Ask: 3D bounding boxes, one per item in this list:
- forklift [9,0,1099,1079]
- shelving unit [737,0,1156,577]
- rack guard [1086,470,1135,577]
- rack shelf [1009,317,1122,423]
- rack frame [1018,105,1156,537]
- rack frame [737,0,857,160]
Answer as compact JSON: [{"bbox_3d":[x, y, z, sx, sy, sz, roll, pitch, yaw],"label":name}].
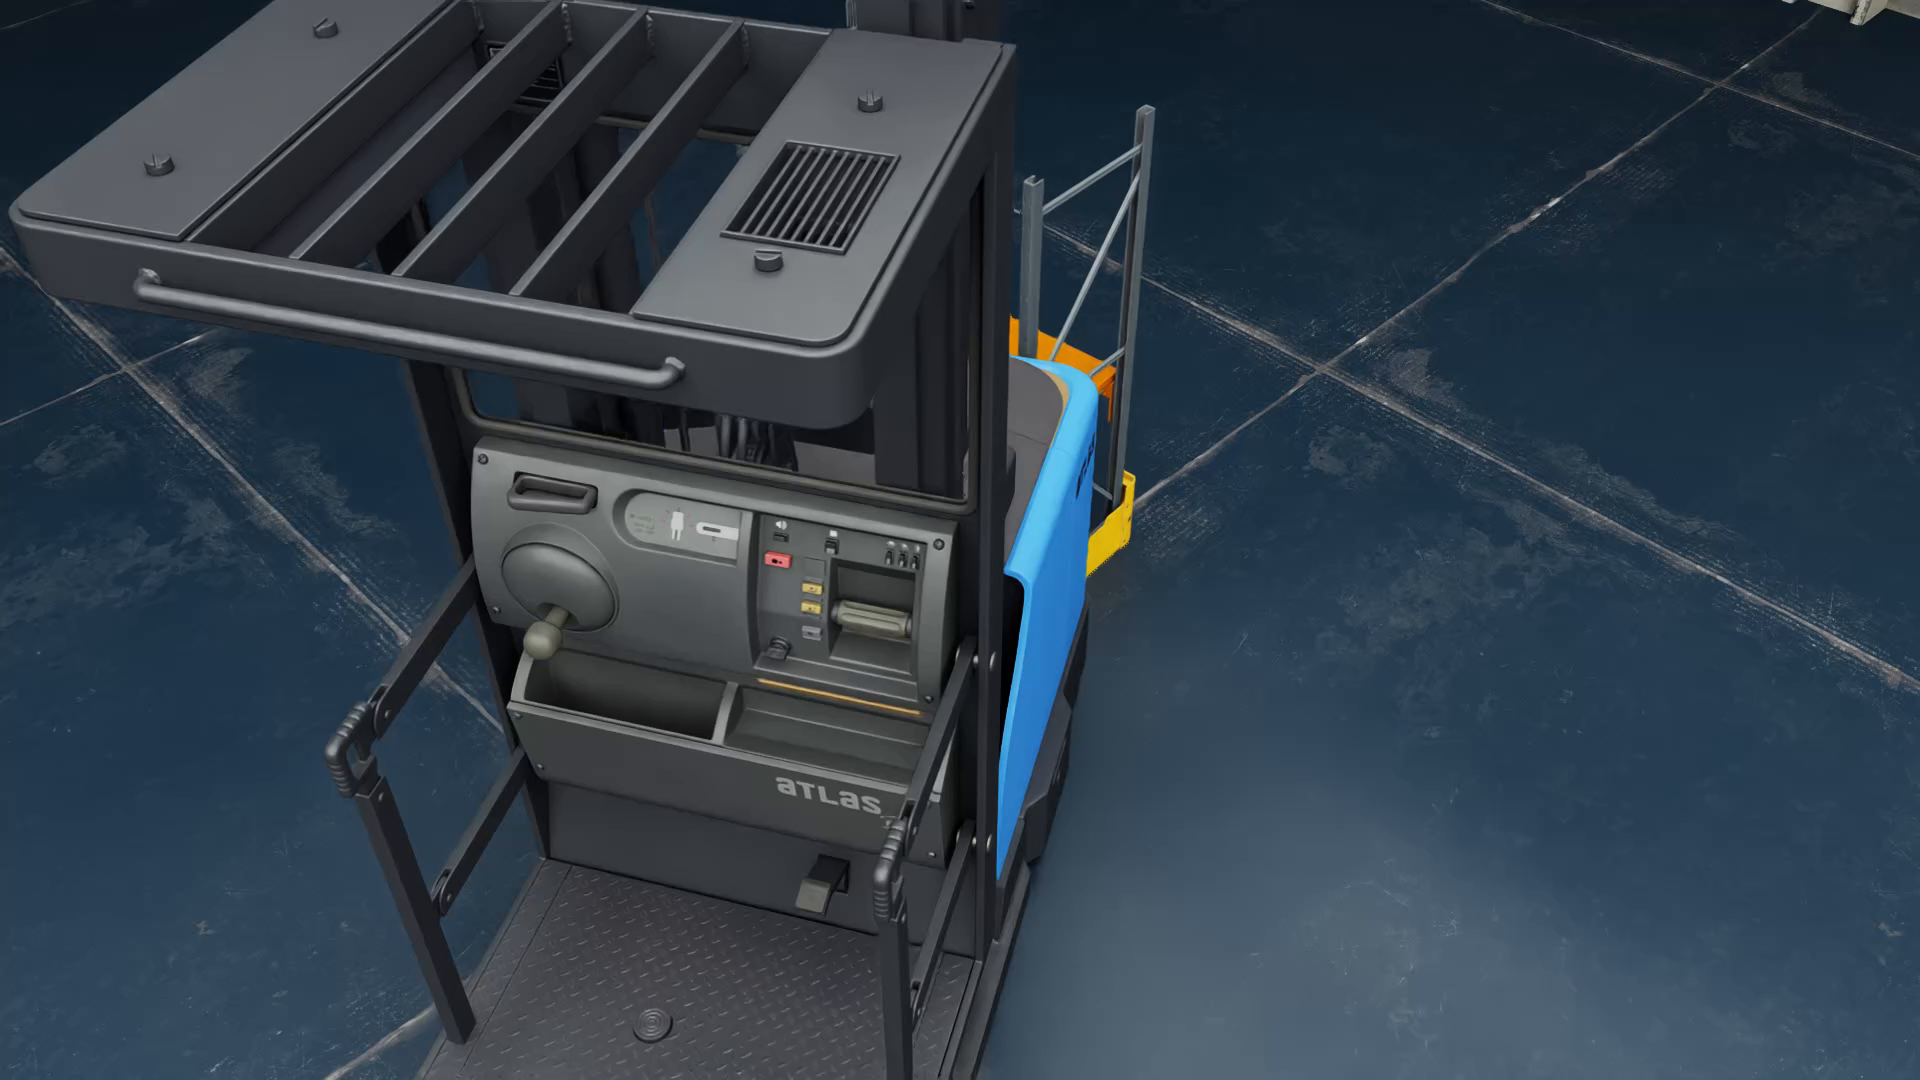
[{"bbox_3d":[-0.523,0.161,2.916,1.130,2.935,3.031,11,44,11],"label":"forklift"},{"bbox_3d":[-0.055,-0.645,4.843,1.083,1.500,0.587,30,51,29],"label":"shelving unit"},{"bbox_3d":[0.323,0.034,5.029,0.087,0.250,0.587,30,51,29],"label":"rack guard"},{"bbox_3d":[-0.062,-0.517,4.970,1.000,0.185,0.538,30,51,29],"label":"rack shelf"},{"bbox_3d":[0.324,-0.425,4.605,0.032,1.500,0.500,30,51,29],"label":"rack frame"},{"bbox_3d":[-0.448,-0.874,5.091,0.032,1.500,0.500,30,51,29],"label":"rack frame"}]
